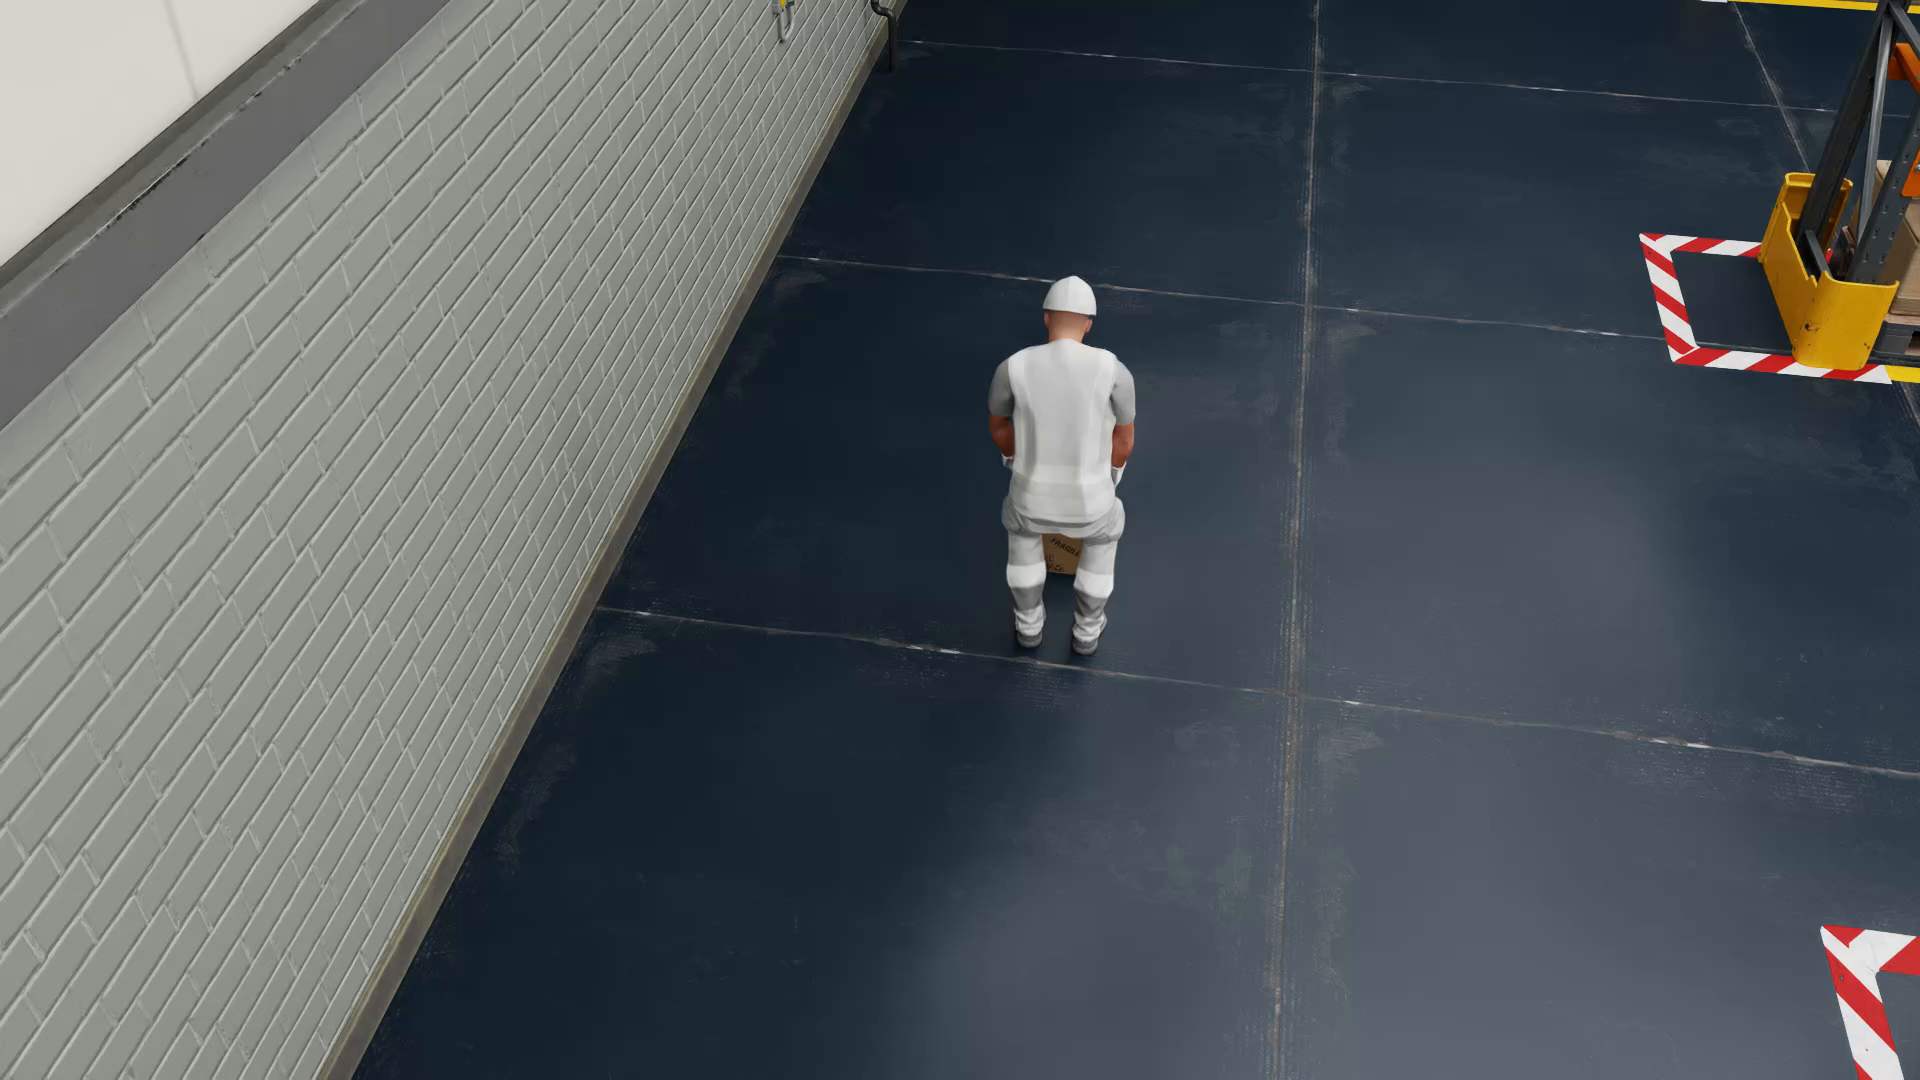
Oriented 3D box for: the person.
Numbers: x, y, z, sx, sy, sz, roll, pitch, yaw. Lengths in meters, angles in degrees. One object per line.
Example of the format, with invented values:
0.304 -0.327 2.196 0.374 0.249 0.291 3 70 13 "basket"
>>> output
0.387 -0.256 6.605 0.575 1.580 0.647 7 41 8 "person"
